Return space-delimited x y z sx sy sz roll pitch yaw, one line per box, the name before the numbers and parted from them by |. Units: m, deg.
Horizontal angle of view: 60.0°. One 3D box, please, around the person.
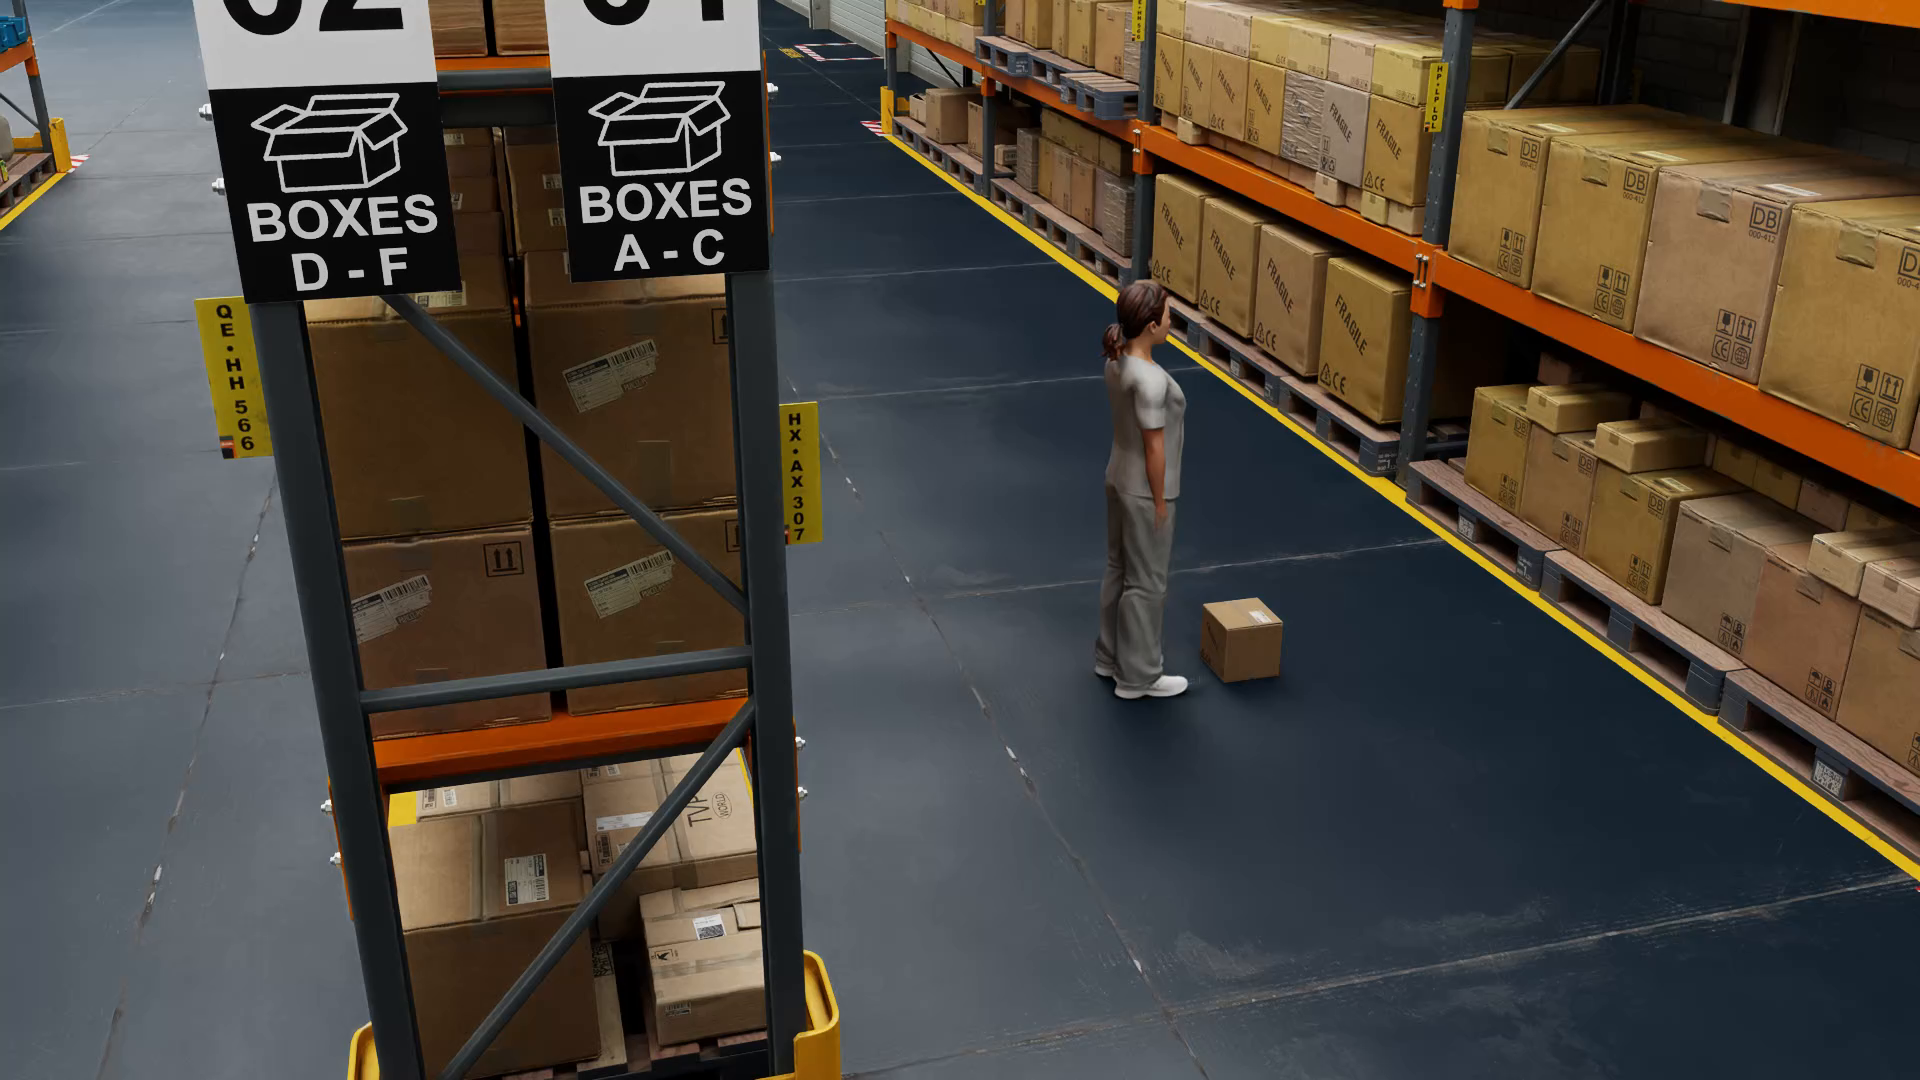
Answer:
person | 0.709 -0.191 6.547 0.384 1.676 0.440 -6 24 -13
